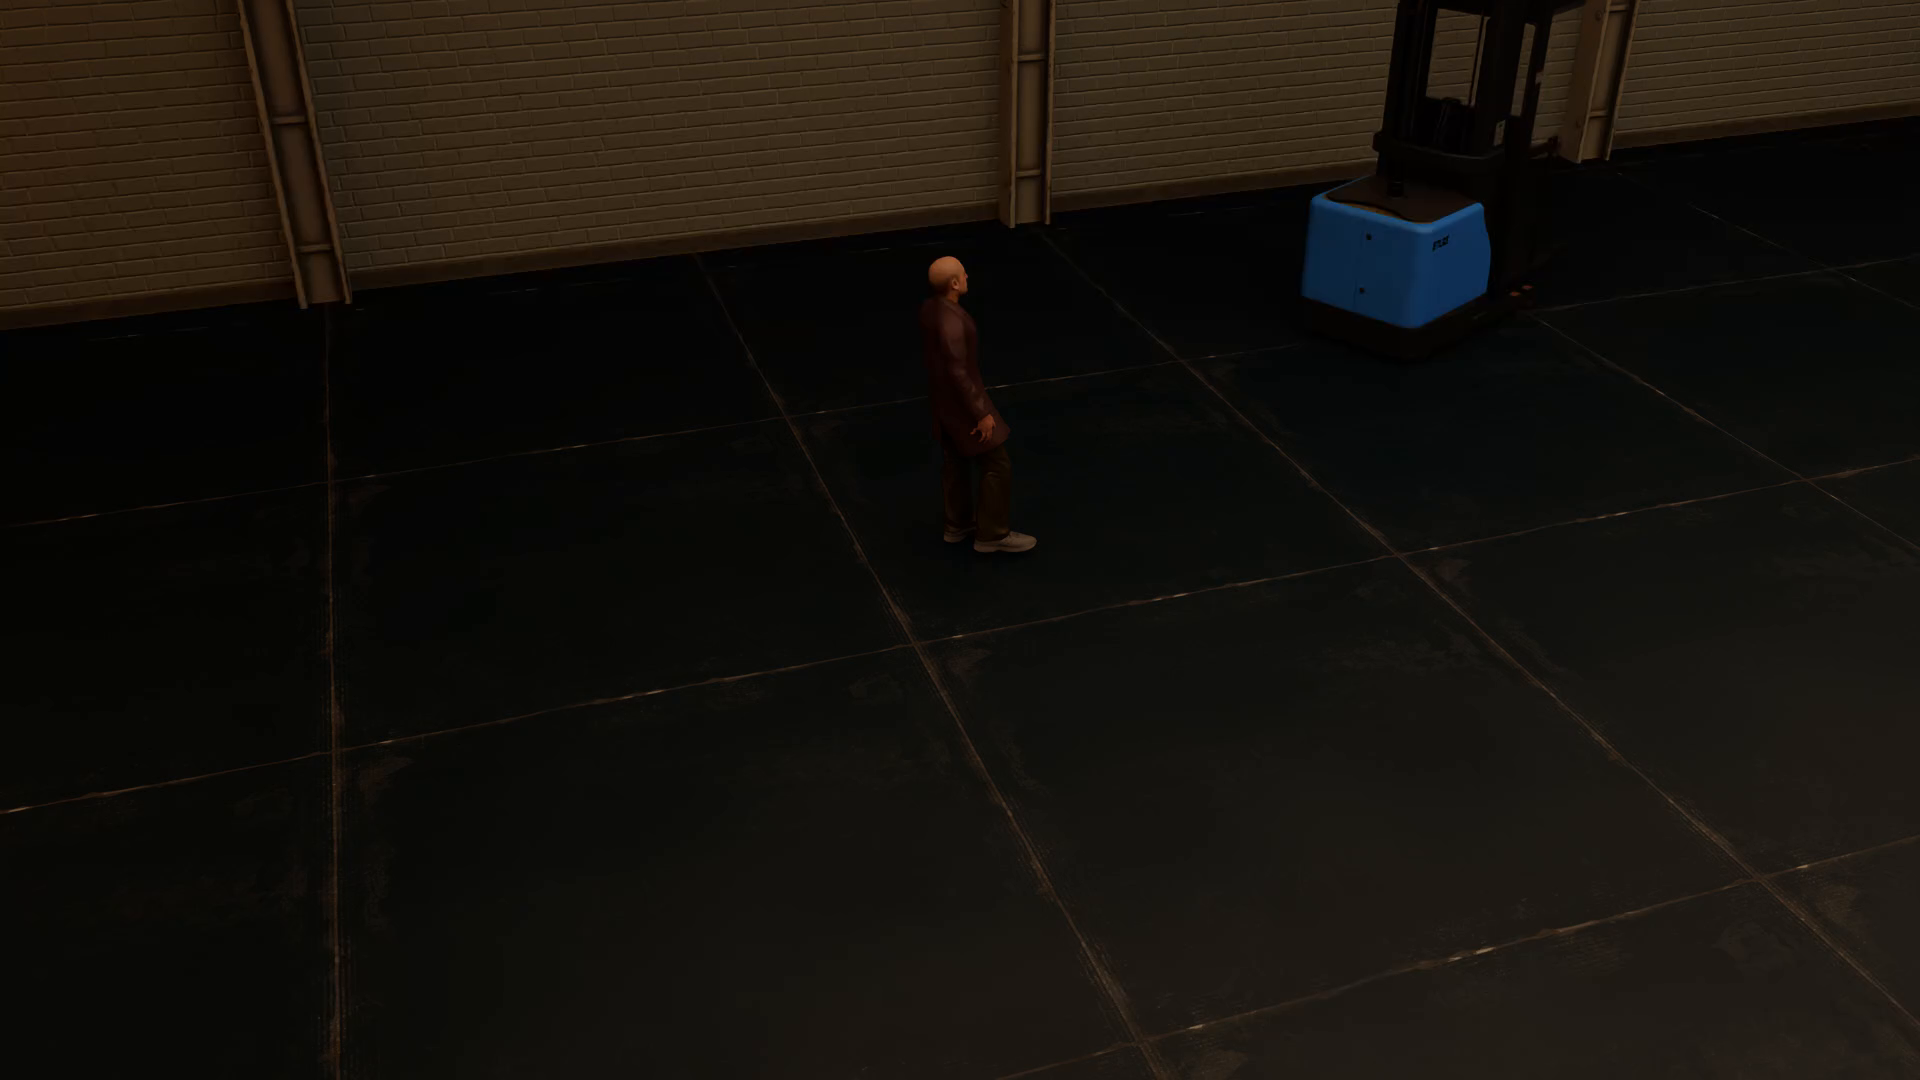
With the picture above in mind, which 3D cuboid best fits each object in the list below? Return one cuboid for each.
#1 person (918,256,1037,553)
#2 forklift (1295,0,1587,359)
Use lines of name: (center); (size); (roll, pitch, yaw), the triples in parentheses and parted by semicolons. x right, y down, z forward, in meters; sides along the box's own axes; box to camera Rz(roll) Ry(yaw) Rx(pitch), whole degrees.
person: (0.088, -0.789, 9.600); (0.583, 1.775, 0.696); (-10, 31, -16)
forklift: (3.967, -3.229, 12.699); (1.130, 2.935, 3.031); (26, 39, 37)
